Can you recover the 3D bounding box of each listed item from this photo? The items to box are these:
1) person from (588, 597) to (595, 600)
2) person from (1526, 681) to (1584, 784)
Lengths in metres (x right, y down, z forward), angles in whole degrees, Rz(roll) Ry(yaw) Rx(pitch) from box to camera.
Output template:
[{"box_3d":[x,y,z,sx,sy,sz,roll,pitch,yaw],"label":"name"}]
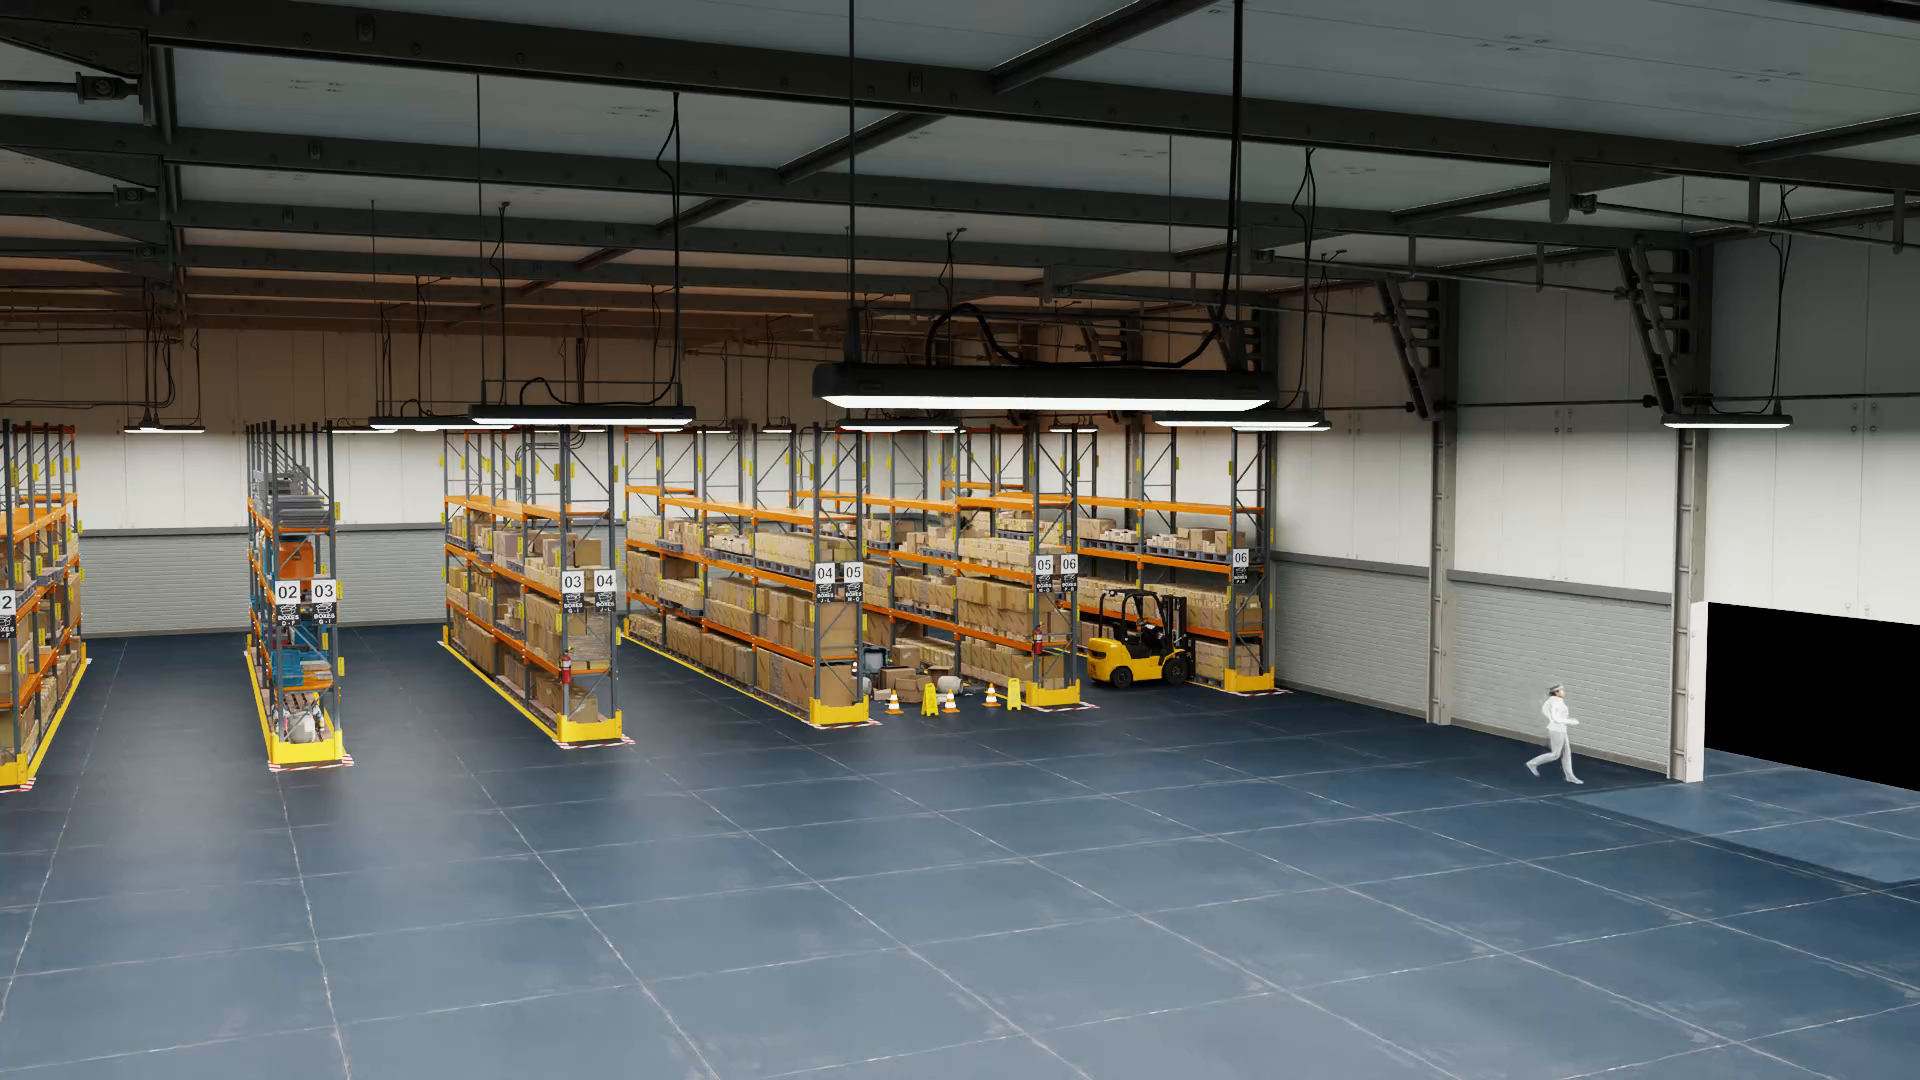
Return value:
[{"box_3d":[-10.607,1.905,47.437,0.700,1.707,0.535,1,4,21],"label":"person"},{"box_3d":[9.807,3.161,27.375,0.901,1.693,0.616,1,4,19],"label":"person"}]
